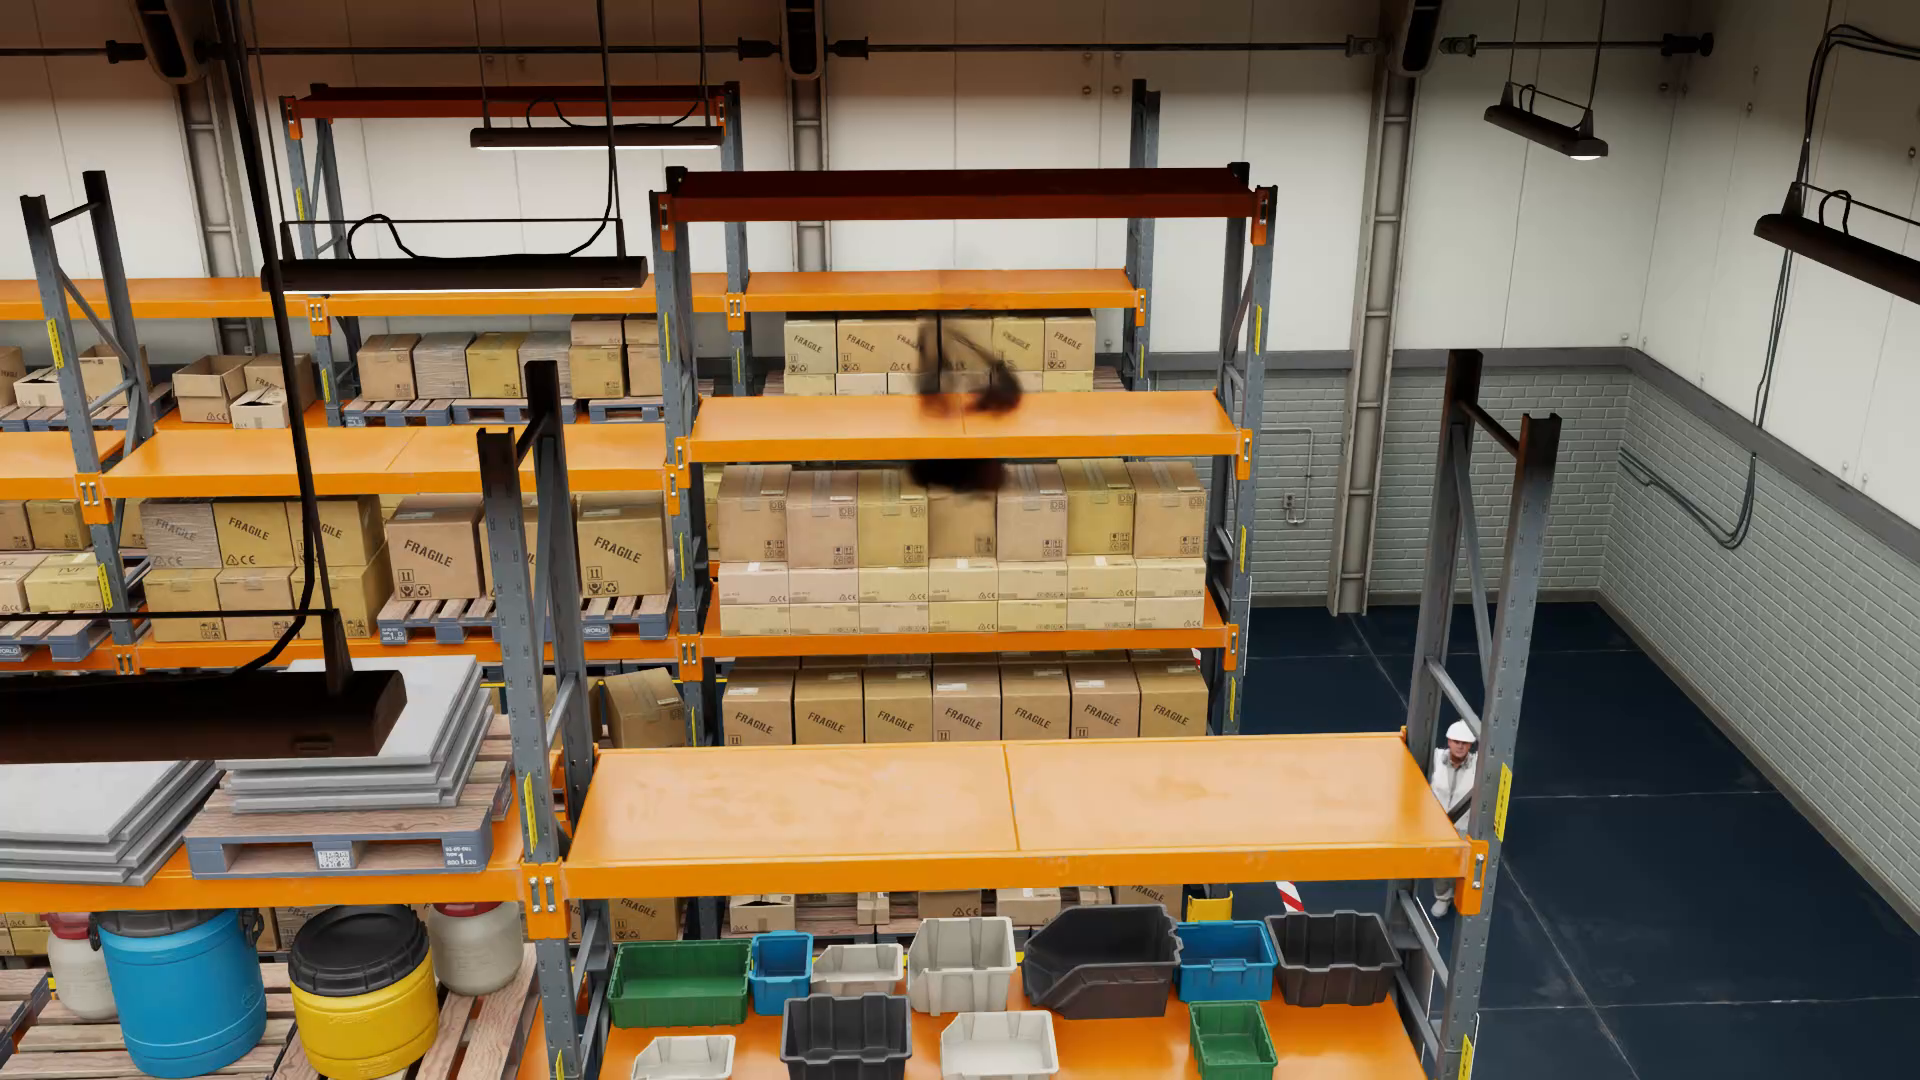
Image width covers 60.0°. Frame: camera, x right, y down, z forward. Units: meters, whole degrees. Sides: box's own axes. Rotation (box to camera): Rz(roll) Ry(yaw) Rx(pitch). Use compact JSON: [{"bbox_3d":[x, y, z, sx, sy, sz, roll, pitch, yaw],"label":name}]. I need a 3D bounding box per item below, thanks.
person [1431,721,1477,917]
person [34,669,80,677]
[{"bbox_3d":[3.917,2.245,13.325,0.648,1.741,0.606,11,25,26],"label":"person"},{"bbox_3d":[-8.015,1.514,15.090,1.135,1.773,0.658,-5,23,-13],"label":"person"}]
